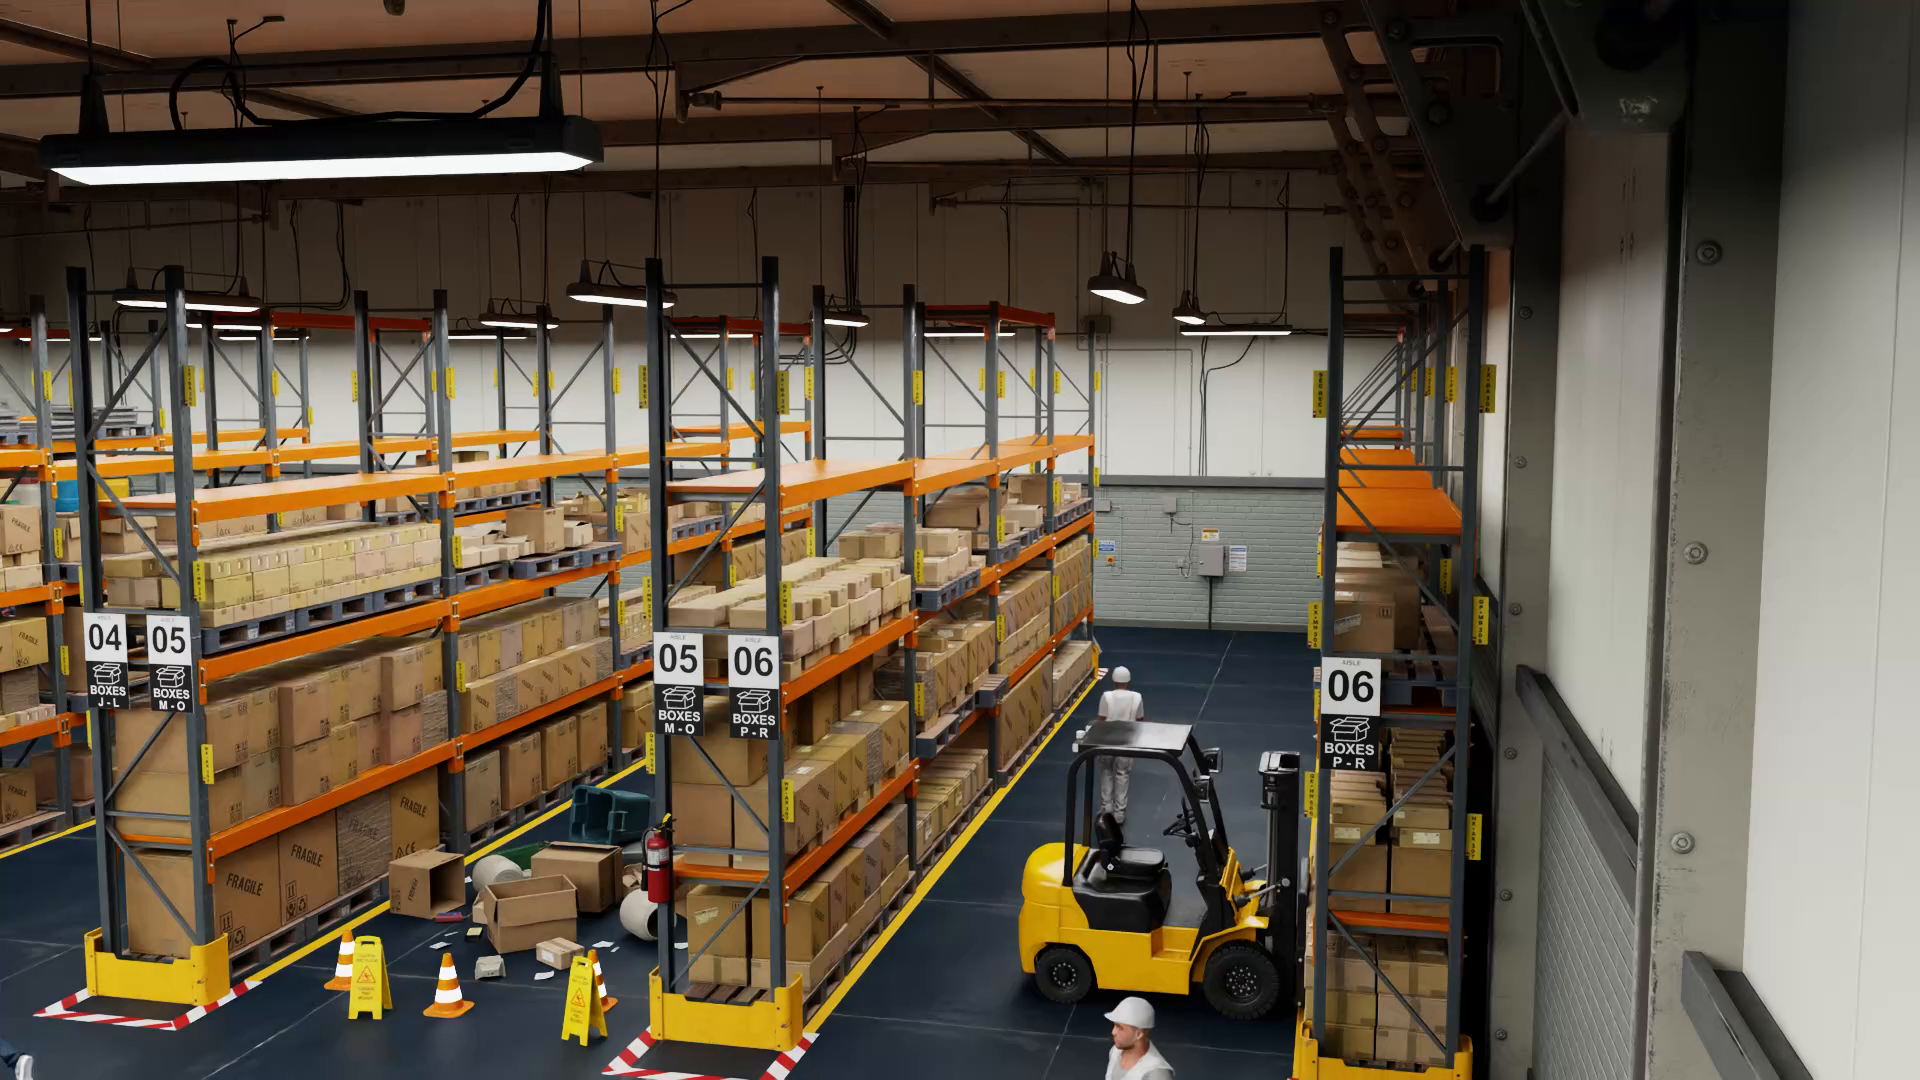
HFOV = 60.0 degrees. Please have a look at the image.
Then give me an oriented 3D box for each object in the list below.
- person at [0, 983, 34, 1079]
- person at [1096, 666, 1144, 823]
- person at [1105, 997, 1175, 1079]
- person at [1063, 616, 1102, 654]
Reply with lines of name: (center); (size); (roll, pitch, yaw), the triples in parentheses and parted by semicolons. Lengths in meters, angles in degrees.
person: (-6.824, 3.199, 11.596); (0.568, 1.590, 0.463); (0, 6, 4)
person: (1.837, 2.363, 19.154); (0.568, 1.819, 0.555); (0, 6, 4)
person: (0.998, 3.364, 9.138); (0.831, 1.774, 0.532); (-2, 6, -20)
person: (2.089, 1.320, 29.950); (0.966, 1.641, 0.494); (-1, 6, -6)
